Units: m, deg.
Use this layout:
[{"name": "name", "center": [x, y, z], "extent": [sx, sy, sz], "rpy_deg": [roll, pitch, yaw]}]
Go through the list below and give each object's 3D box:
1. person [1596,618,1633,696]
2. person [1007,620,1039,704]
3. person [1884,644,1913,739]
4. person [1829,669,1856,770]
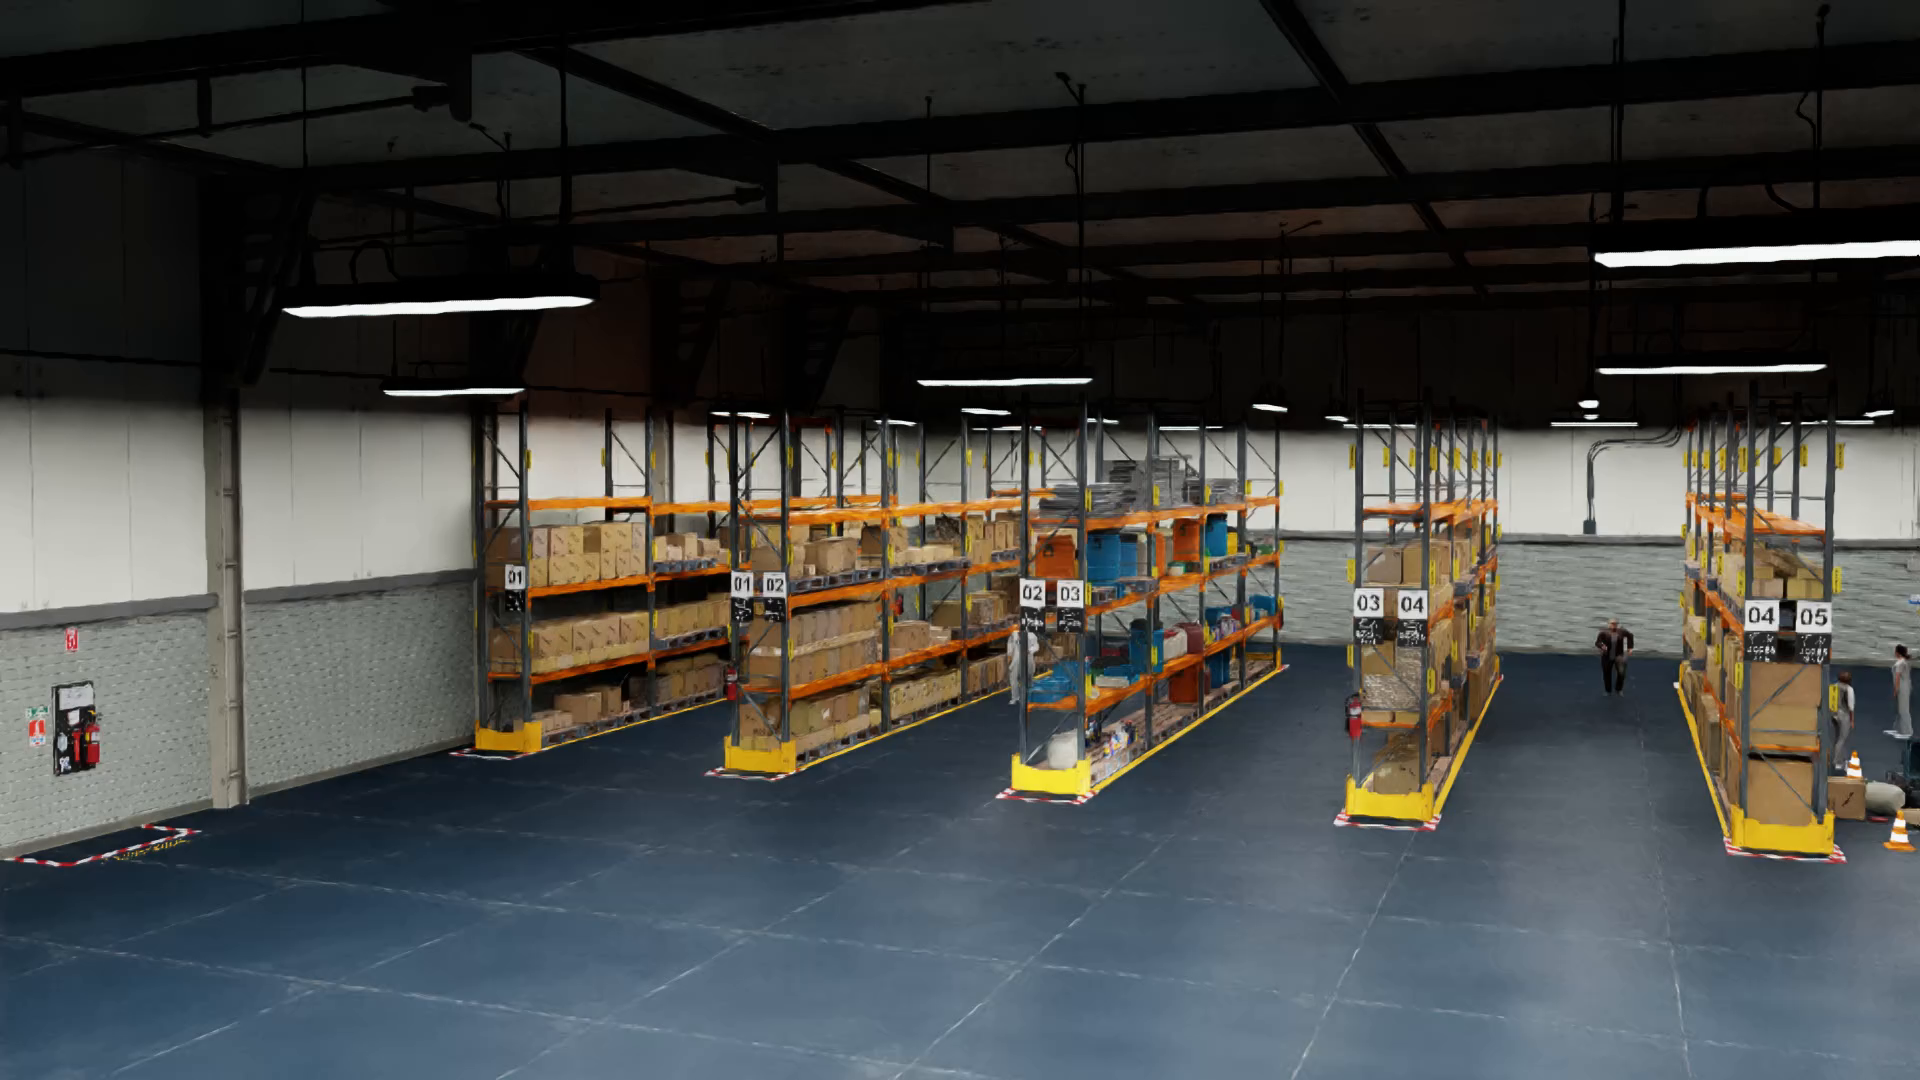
[{"name": "person", "center": [13.698, 2.462, 34.831], "extent": [0.710, 1.699, 0.948], "rpy_deg": [1, 3, 27]}, {"name": "person", "center": [1.281, 2.478, 34.187], "extent": [0.739, 1.714, 0.904], "rpy_deg": [1, 3, 17]}, {"name": "person", "center": [16.857, 2.699, 29.827], "extent": [0.541, 1.669, 0.529], "rpy_deg": [-3, 4, -44]}, {"name": "person", "center": [14.275, 2.902, 26.853], "extent": [0.463, 1.571, 0.561], "rpy_deg": [0, 3, -7]}]
